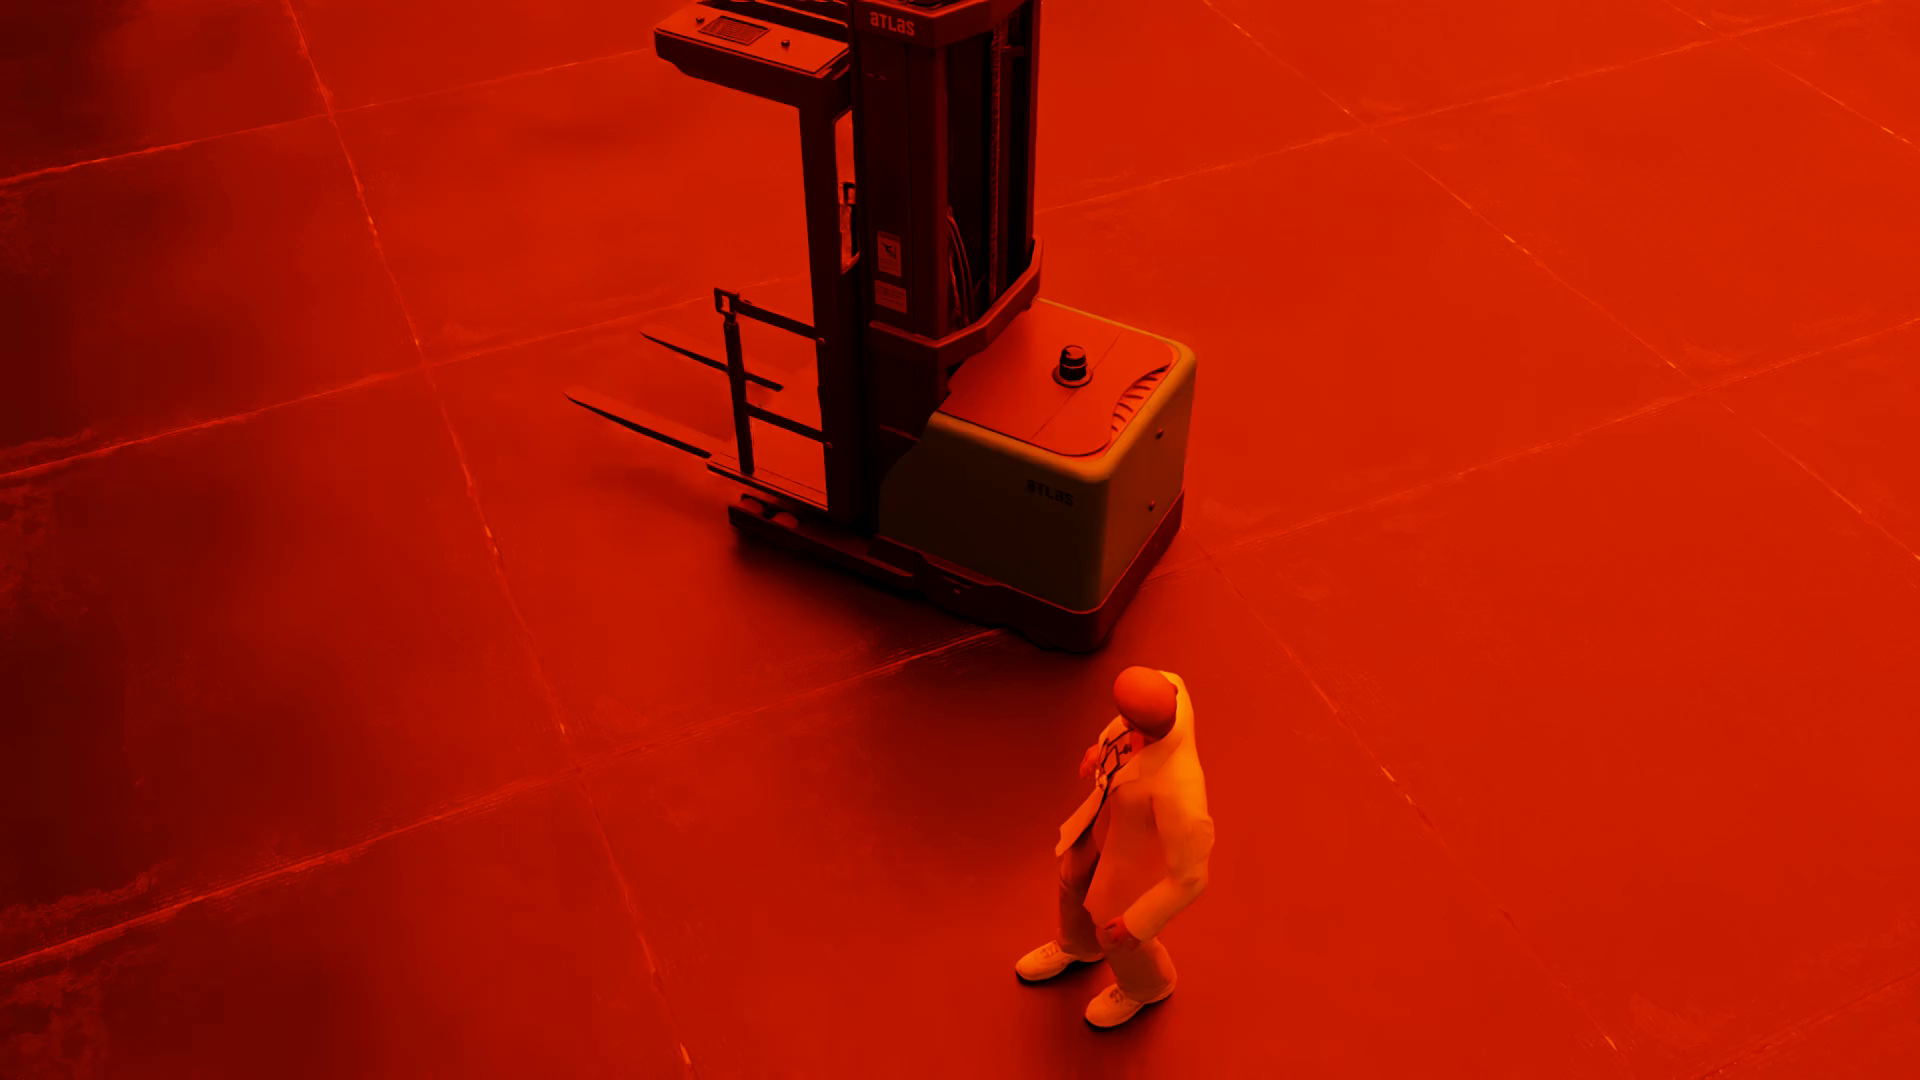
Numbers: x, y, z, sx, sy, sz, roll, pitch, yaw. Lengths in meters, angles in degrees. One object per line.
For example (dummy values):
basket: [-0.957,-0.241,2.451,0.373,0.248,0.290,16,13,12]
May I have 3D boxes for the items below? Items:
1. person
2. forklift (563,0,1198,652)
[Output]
person: [0.510,1.019,5.453,0.558,1.755,0.800,-9,44,-10]
forklift: [-0.500,-1.328,7.103,3.031,2.935,1.130,21,47,21]
